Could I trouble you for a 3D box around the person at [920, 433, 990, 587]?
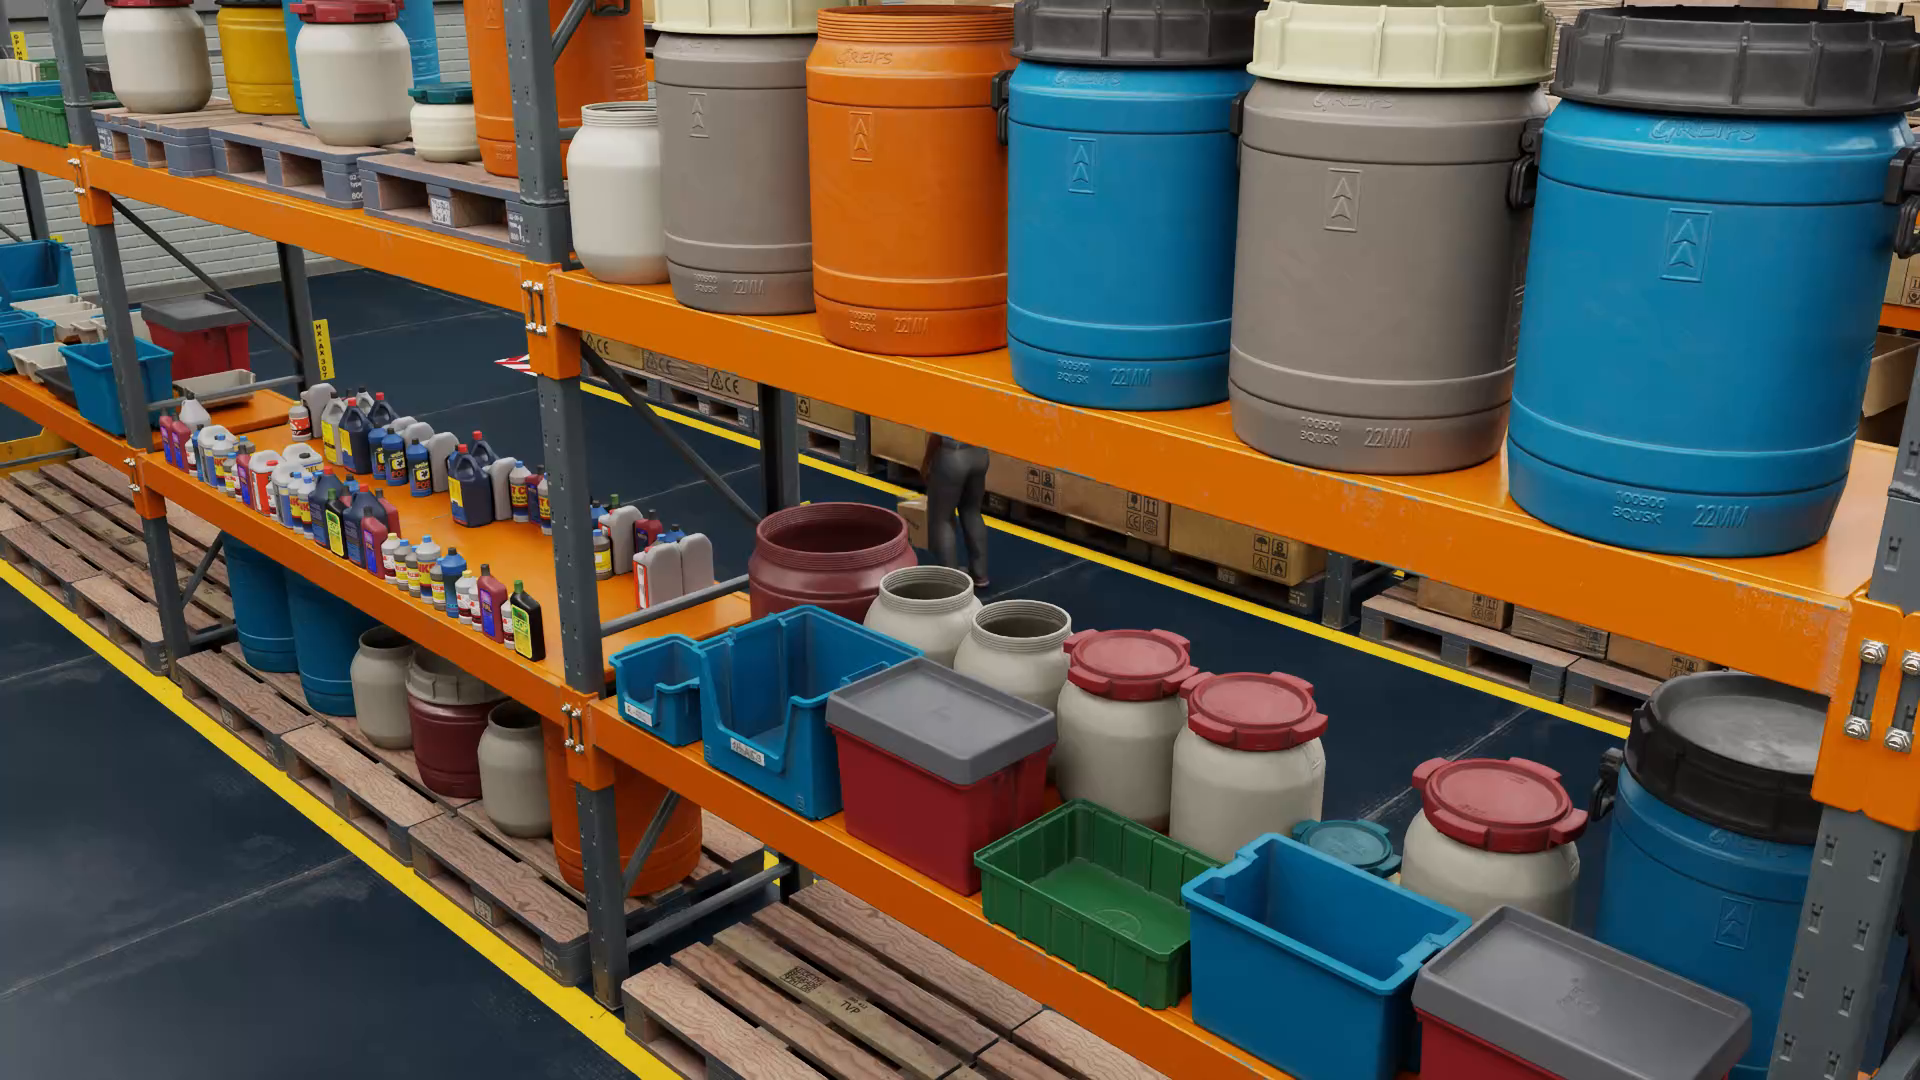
[{"bbox_3d":[-0.023,-0.470,9.824,0.348,1.658,0.497,18,27,39],"label":"person"}]
